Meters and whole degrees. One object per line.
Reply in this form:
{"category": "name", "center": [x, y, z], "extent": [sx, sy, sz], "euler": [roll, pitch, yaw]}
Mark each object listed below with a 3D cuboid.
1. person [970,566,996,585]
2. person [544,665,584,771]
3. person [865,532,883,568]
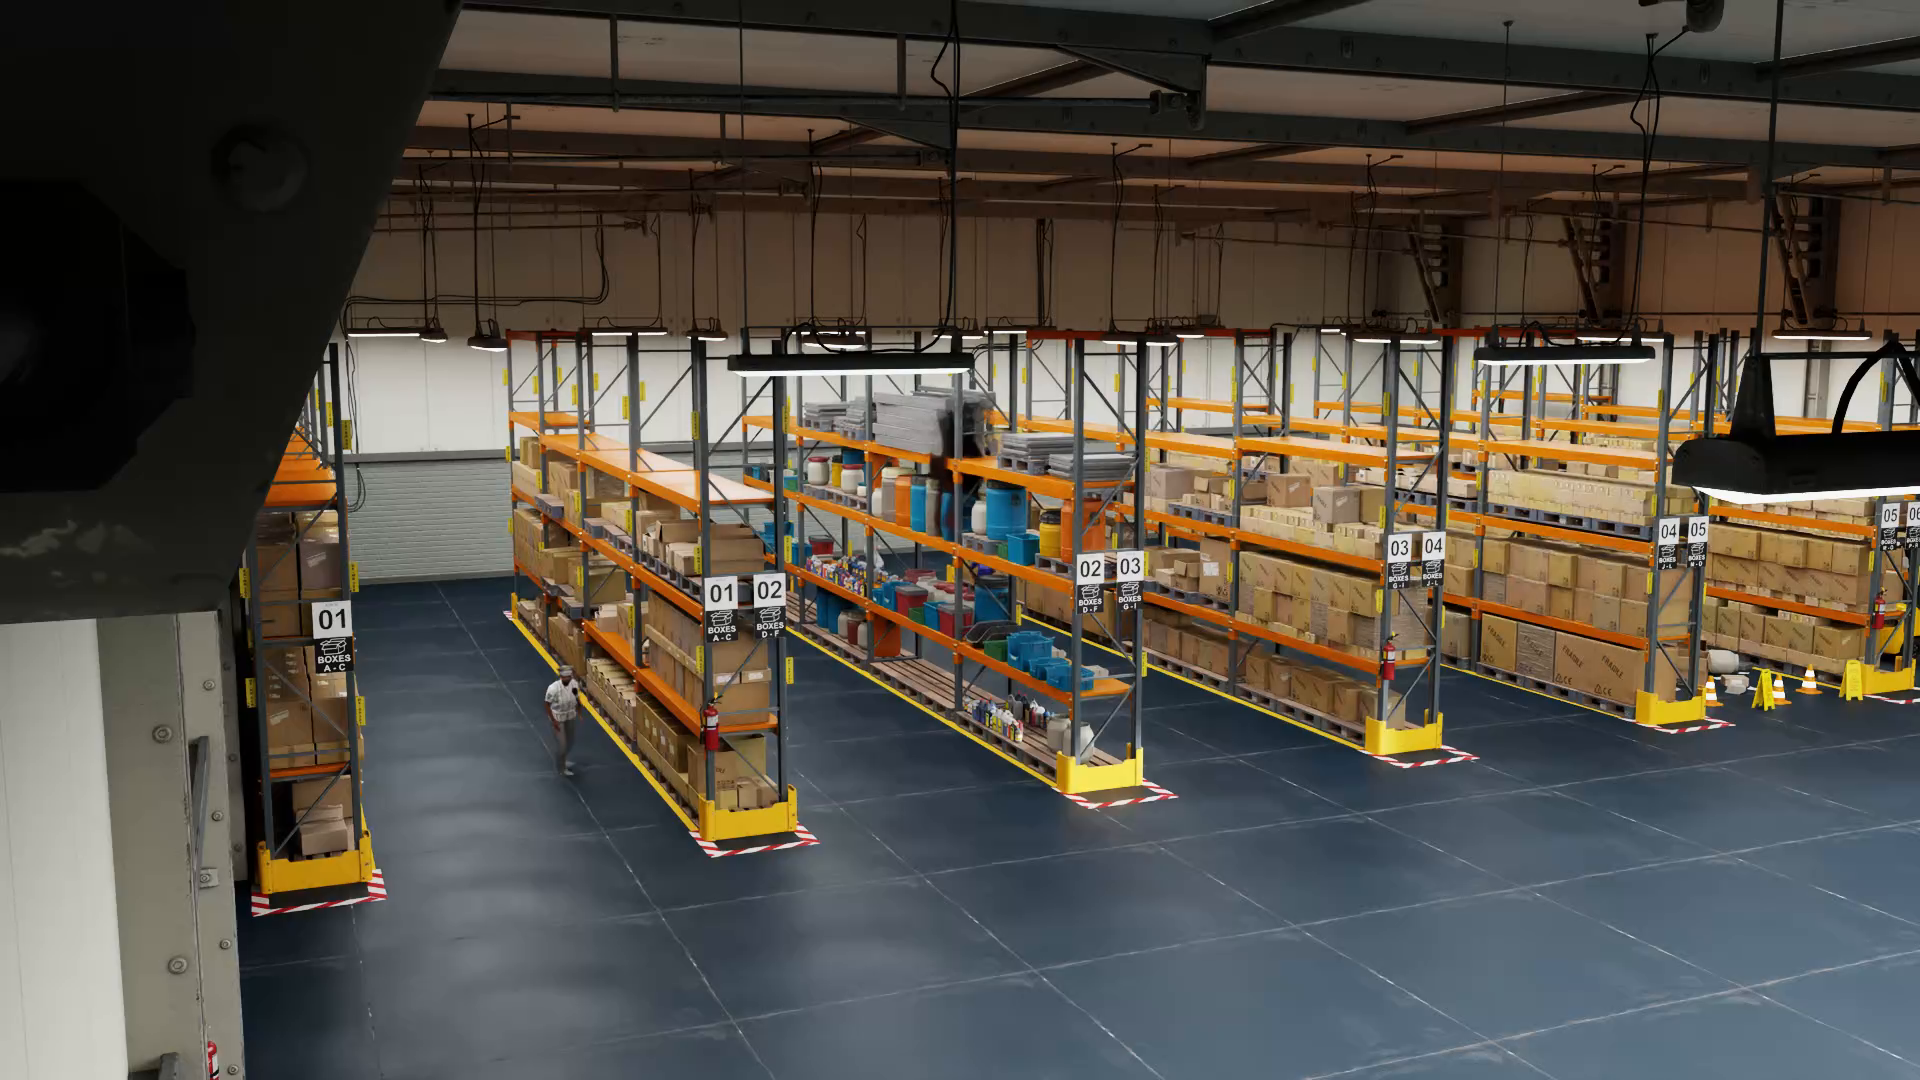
{"category": "person", "center": [0.502, 0.938, 33.839], "extent": [0.474, 1.670, 0.791], "euler": [-4, 9, -27]}
{"category": "person", "center": [-5.483, 2.417, 22.795], "extent": [0.730, 1.529, 0.519], "euler": [7, 10, 41]}
{"category": "person", "center": [-2.087, 0.241, 38.993], "extent": [0.521, 1.576, 0.631], "euler": [-2, 8, -12]}
